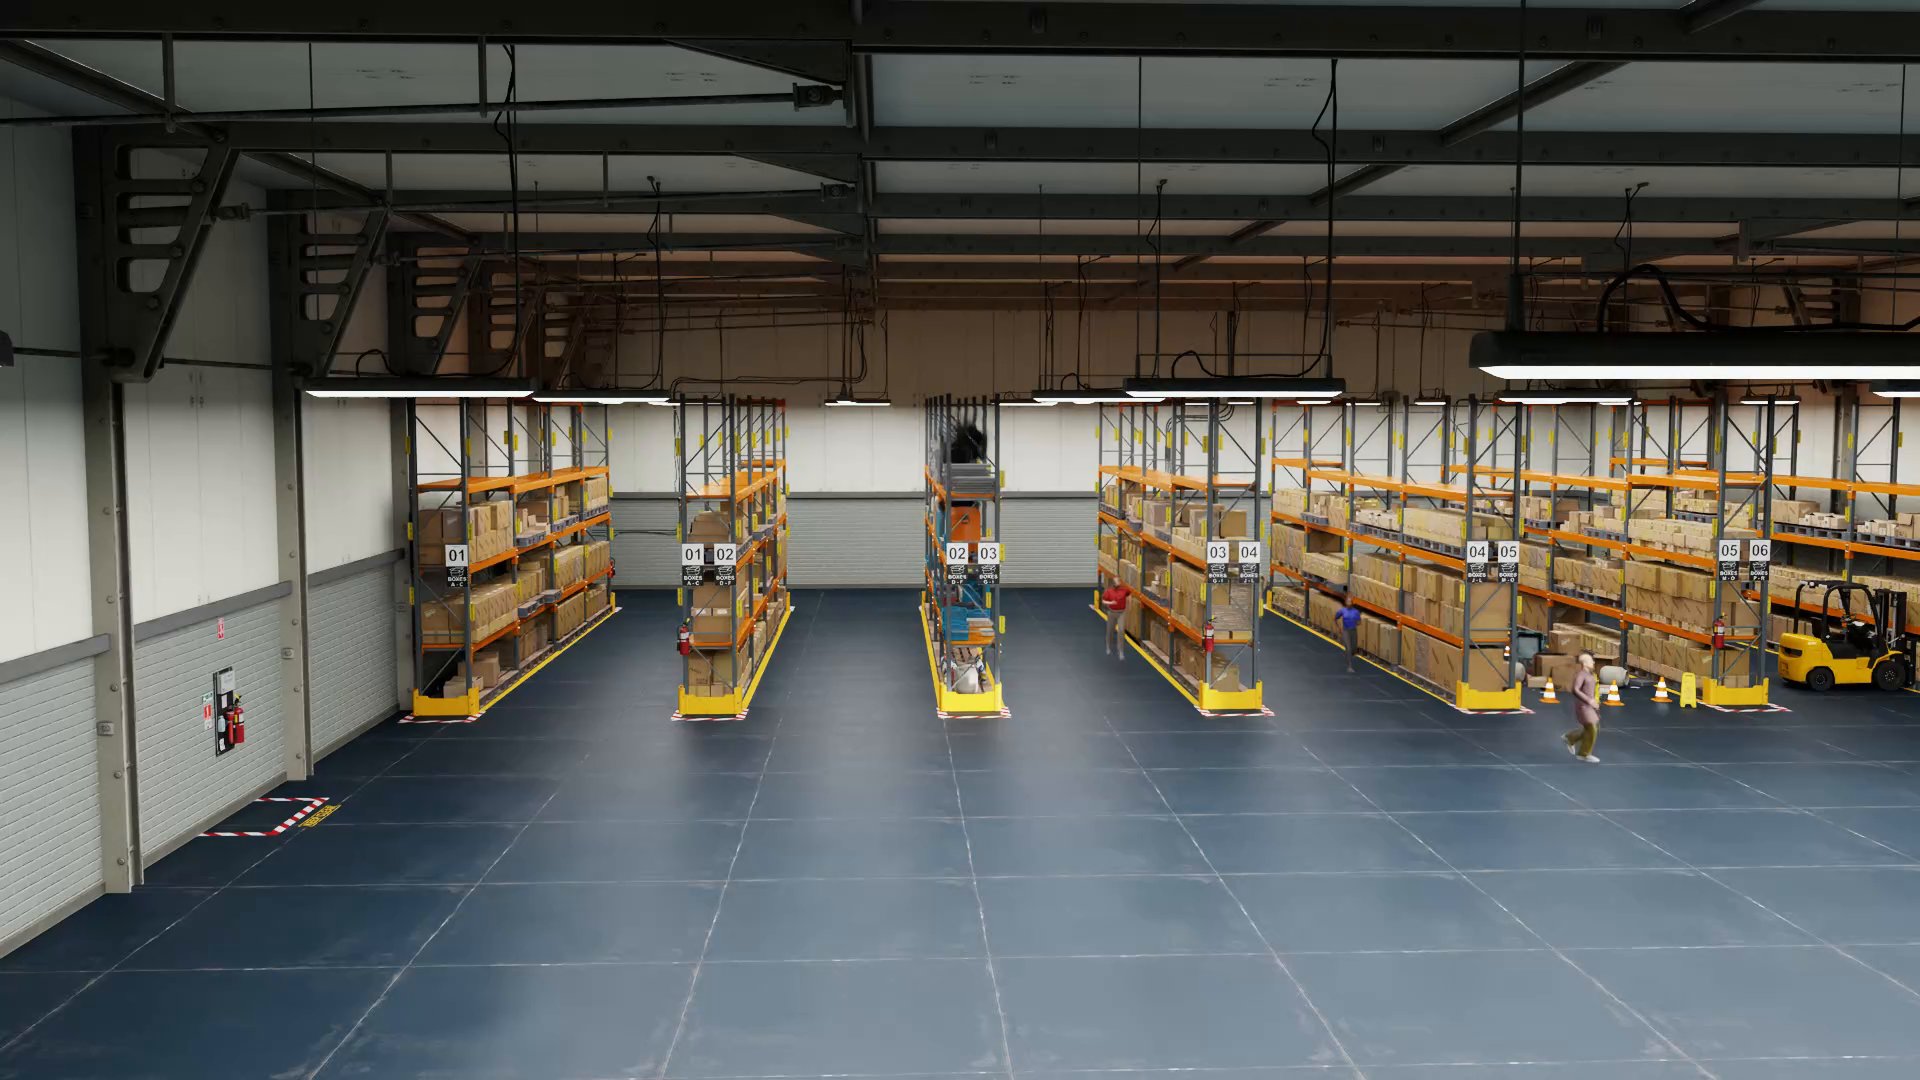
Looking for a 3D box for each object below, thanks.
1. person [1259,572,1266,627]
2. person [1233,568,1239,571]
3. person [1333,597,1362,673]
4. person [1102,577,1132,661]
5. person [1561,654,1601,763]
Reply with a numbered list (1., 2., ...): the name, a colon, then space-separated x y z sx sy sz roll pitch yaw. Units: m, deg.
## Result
1. person: 7.813 1.438 43.978 0.579 1.694 0.720 0 5 5
2. person: 7.712 1.219 45.780 0.662 1.745 0.620 0 5 1
3. person: 8.455 2.045 36.199 0.588 1.624 0.831 0 5 -6
4. person: 3.457 1.699 36.646 0.671 1.810 0.880 0 5 0
5. person: 10.085 2.721 27.010 0.639 1.746 0.721 3 5 33
